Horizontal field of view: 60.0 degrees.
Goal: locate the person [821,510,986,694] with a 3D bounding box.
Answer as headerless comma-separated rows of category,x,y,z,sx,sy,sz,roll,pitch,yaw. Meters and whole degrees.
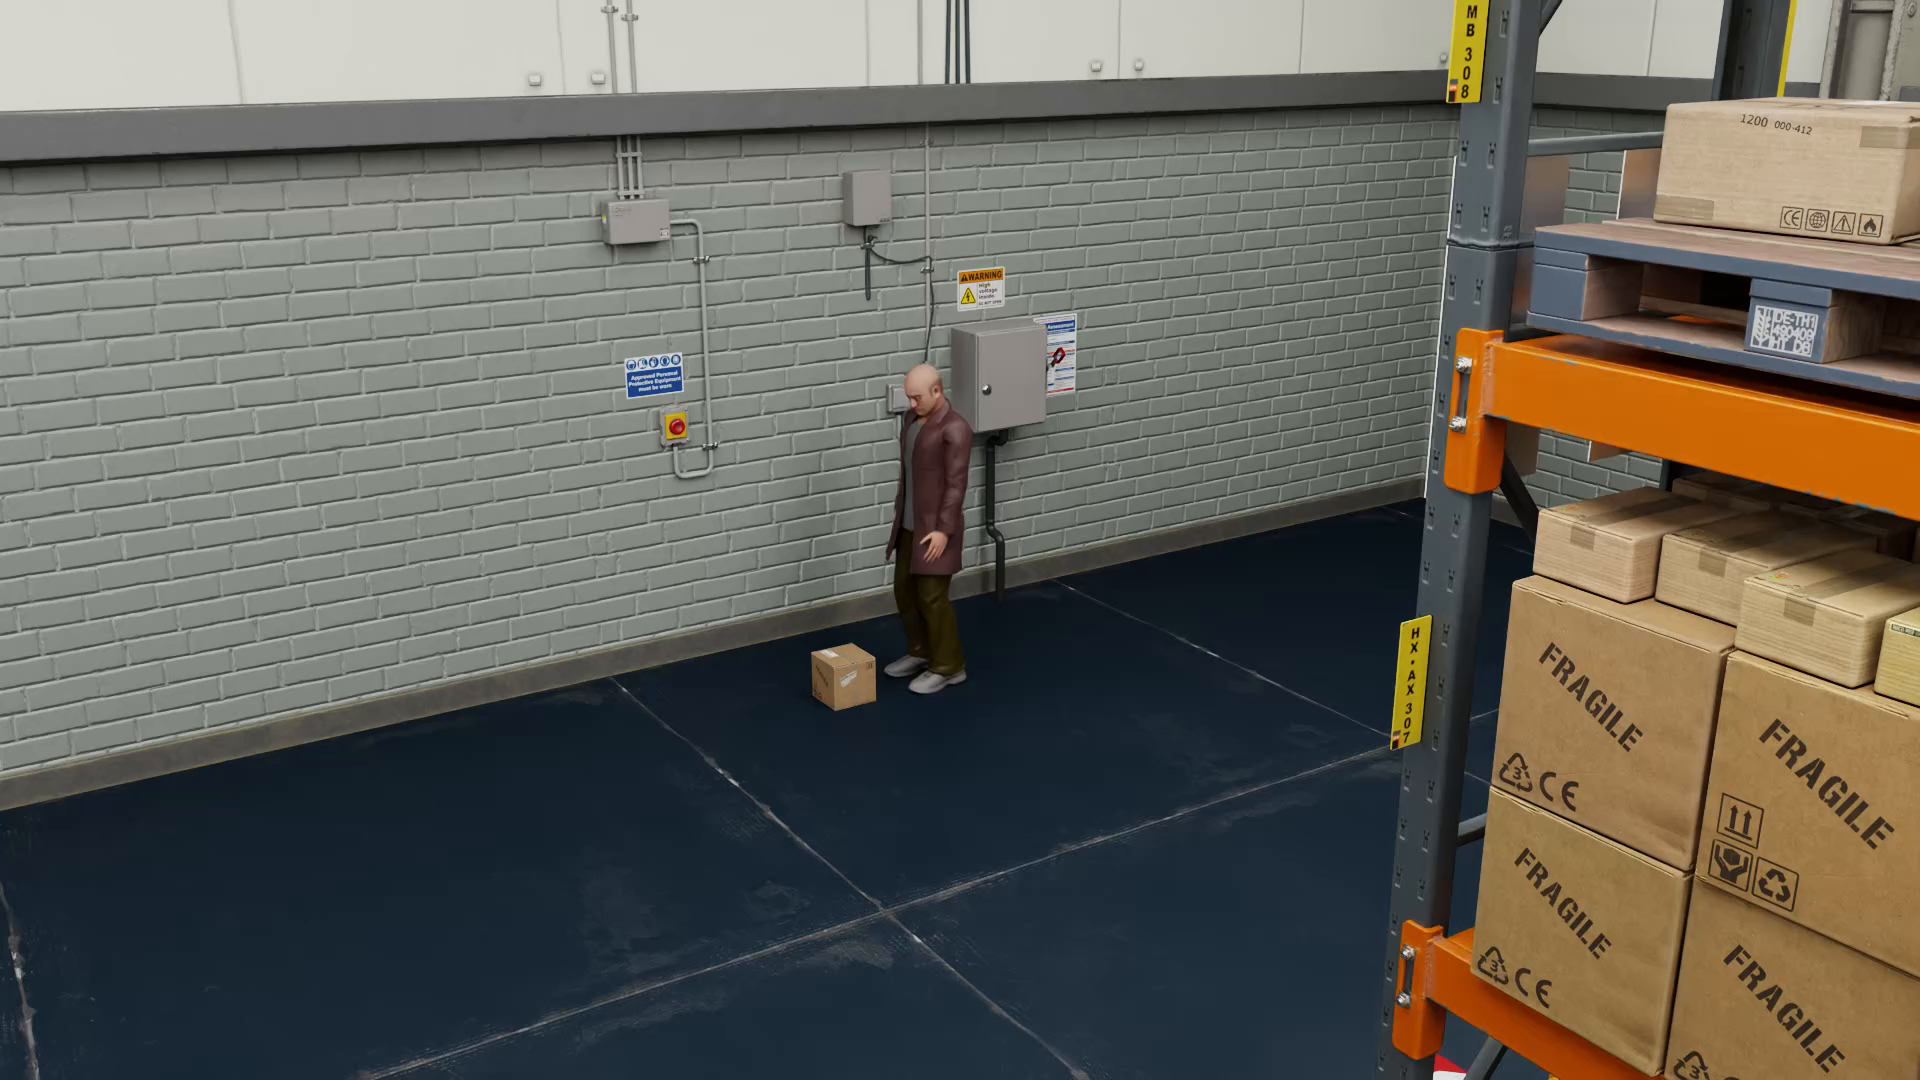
person,-0.264,0.288,8.887,0.886,1.041,0.611,-11,21,-32
